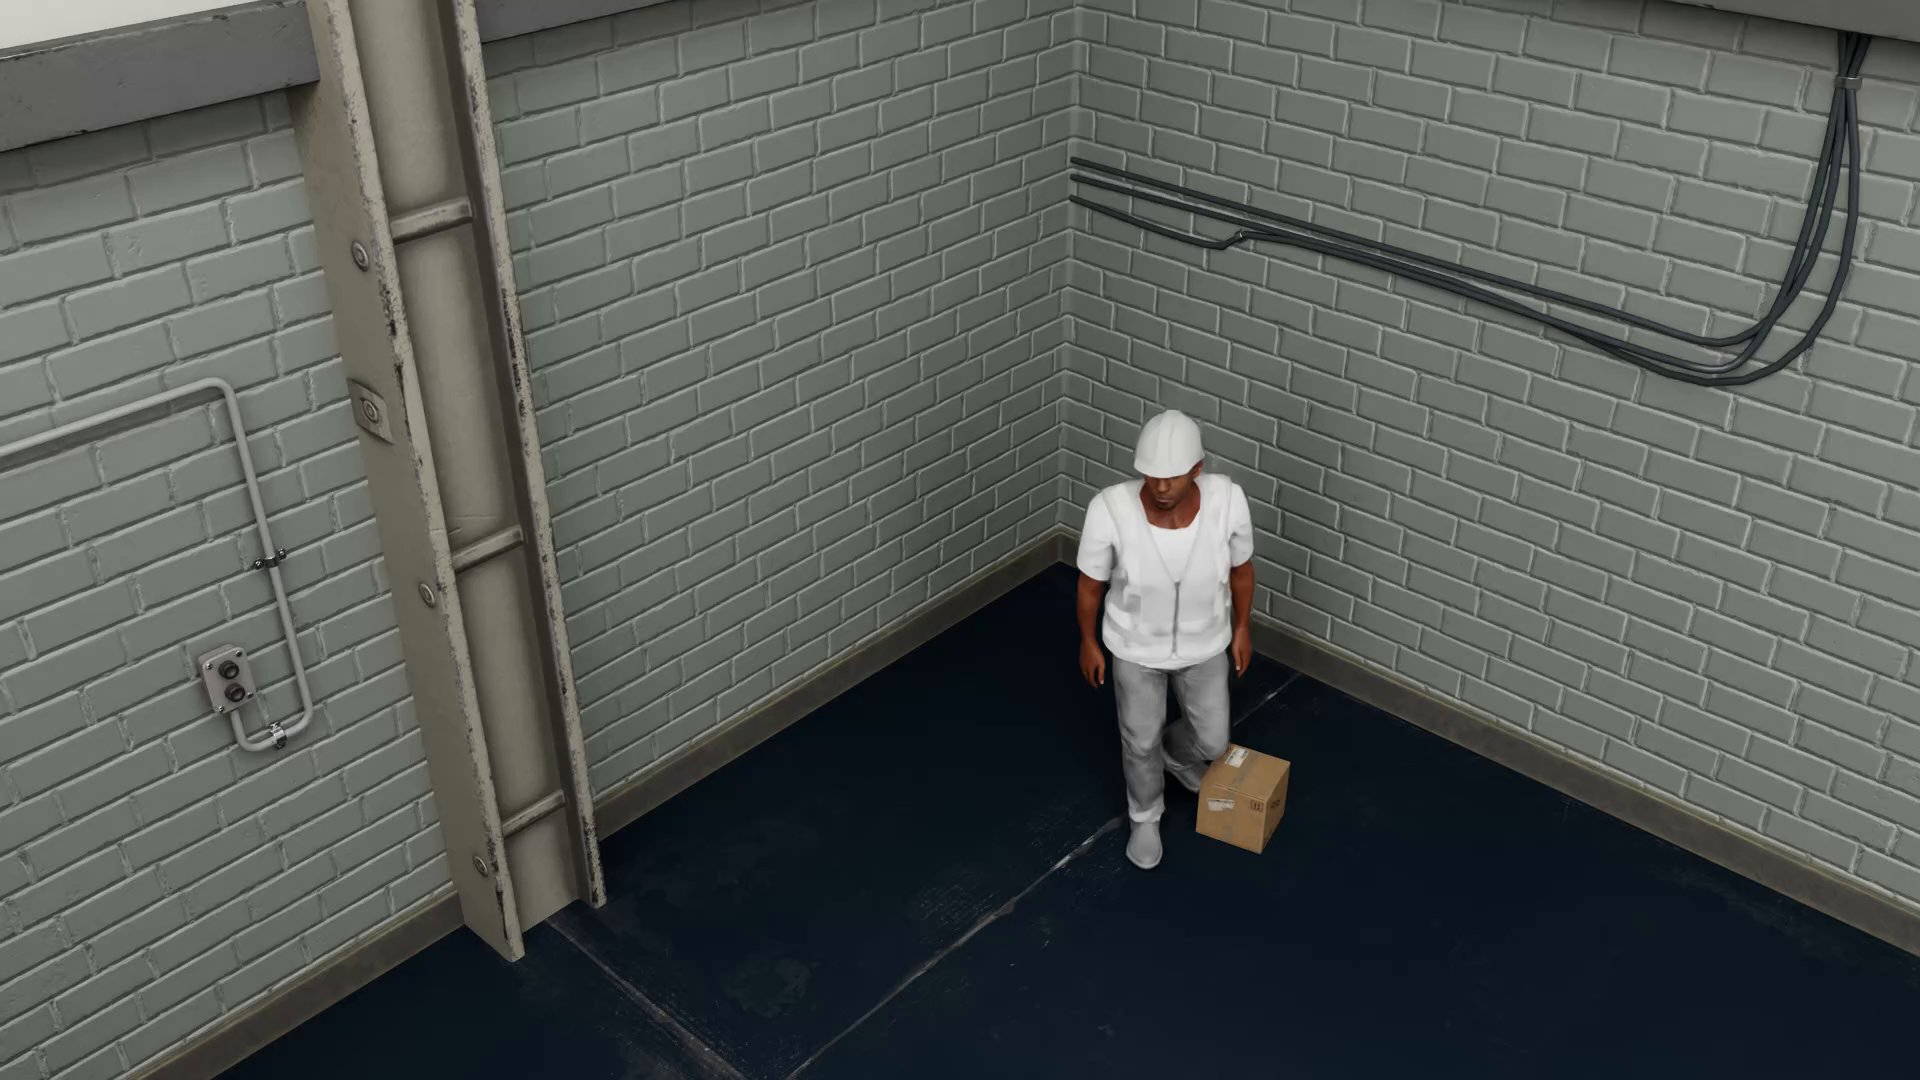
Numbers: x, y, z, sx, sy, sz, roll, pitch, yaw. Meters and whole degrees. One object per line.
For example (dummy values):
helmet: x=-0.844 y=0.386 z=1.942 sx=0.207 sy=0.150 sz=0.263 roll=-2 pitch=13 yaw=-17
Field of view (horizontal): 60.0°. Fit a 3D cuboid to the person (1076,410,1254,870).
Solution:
person: x=0.683 y=0.311 z=5.597 sx=0.609 sy=1.759 sz=0.579 roll=-2 pitch=31 yaw=-3
